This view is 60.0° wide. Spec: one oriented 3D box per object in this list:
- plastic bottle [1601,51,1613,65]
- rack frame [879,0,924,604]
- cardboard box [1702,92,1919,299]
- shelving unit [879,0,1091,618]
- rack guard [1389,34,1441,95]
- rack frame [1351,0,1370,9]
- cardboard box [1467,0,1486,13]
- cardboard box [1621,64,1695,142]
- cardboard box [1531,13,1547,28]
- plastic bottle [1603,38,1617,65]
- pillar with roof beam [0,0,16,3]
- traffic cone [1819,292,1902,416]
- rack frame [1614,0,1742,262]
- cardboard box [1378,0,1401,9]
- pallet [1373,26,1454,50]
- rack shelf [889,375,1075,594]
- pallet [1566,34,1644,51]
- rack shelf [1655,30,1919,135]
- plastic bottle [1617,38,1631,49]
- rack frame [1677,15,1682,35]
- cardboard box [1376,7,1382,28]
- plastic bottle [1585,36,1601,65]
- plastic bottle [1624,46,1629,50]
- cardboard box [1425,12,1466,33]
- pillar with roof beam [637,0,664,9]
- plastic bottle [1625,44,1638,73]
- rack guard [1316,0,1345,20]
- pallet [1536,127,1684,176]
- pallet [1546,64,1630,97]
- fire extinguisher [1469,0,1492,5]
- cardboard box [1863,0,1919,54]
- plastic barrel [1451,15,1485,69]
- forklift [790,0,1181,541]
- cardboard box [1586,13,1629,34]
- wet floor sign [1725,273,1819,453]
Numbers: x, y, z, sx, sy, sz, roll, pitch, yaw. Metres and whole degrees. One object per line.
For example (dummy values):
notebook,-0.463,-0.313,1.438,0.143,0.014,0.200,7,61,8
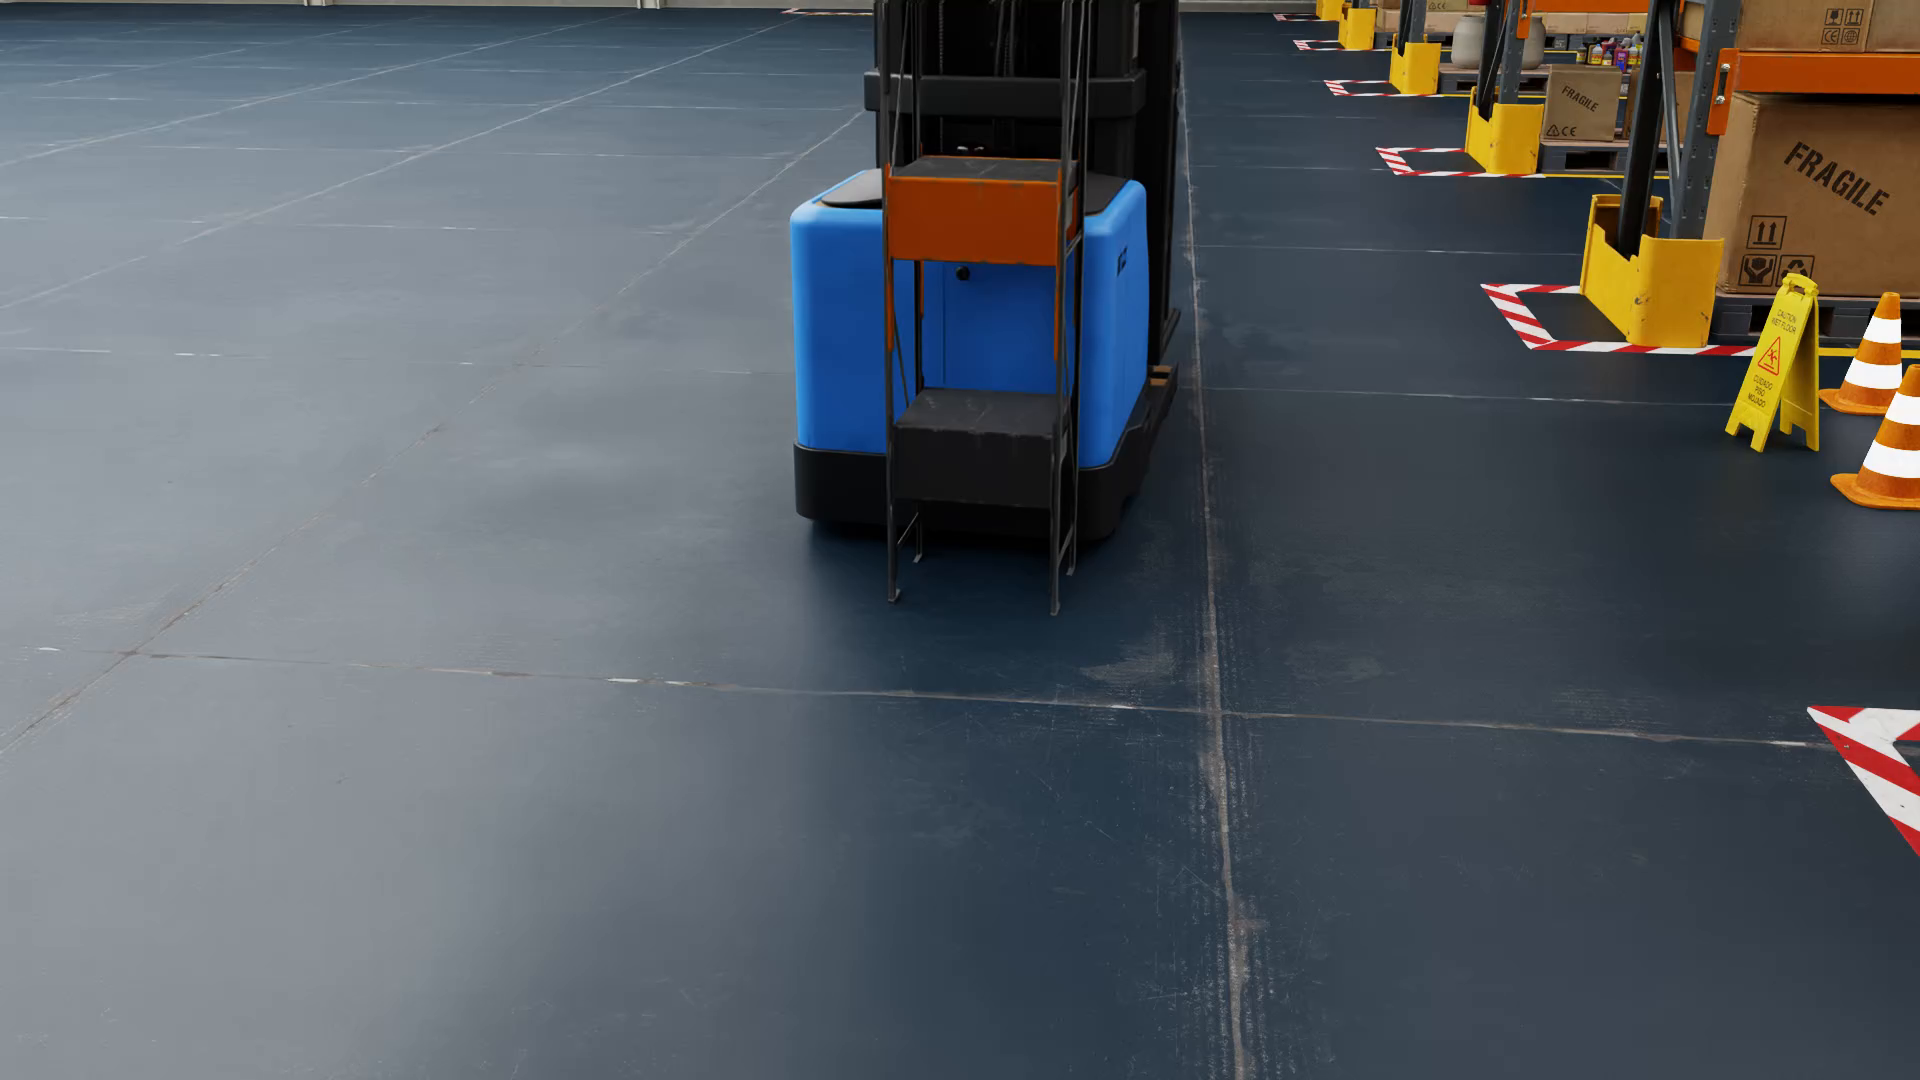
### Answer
plastic bottle,6.517,-4.818,16.754,0.097,0.201,0.097,0,22,0
rack frame,-0.164,-0.857,4.752,0.015,2.100,0.400,4,22,11
cardboard box,4.065,-1.699,7.975,0.875,0.875,0.875,3,22,7
shelving unit,0.075,-0.839,4.705,0.503,2.100,0.431,4,22,11
rack guard,4.732,-4.963,17.313,0.348,0.500,1.175,2,22,6
rack frame,5.237,-7.920,21.392,0.127,3.000,1.000,2,22,6
cardboard box,6.739,-7.043,21.323,0.500,0.500,0.500,2,22,6
cardboard box,5.284,-3.289,12.509,0.500,0.500,0.500,8,23,20
cardboard box,7.233,-6.666,21.391,0.500,0.250,0.500,2,22,6
plastic bottle,6.761,-5.074,17.290,0.133,0.283,0.061,2,22,6
pillar with roof beam,-17.726,-12.271,24.238,0.400,9.000,9.100,2,22,6
traffic cone,3.744,-0.775,6.772,0.334,0.463,0.336,2,22,6
rack frame,3.384,-2.497,7.675,0.127,3.000,1.000,2,22,6
cardboard box,5.805,-7.271,21.899,0.500,0.500,0.500,2,22,6
pallet,6.002,-6.605,21.860,1.213,0.211,1.003,2,22,6
rack shelf,0.075,-0.175,4.968,0.480,0.518,0.431,4,22,11
pallet,8.425,-6.500,21.593,1.213,0.211,1.003,2,22,6
rack shelf,5.370,-2.076,7.588,4.000,0.370,1.077,2,22,6
plastic bottle,6.911,-5.103,17.374,0.135,0.276,0.152,2,22,5
rack frame,9.210,-7.747,20.955,0.127,3.000,1.000,2,22,6
cardboard box,5.805,-6.921,22.035,0.500,0.250,0.500,2,22,6
plastic bottle,6.644,-5.135,17.445,0.133,0.283,0.061,3,22,8
plastic bottle,6.915,-5.022,17.271,0.097,0.201,0.097,0,22,0
cardboard box,6.241,-6.712,21.505,0.500,0.250,0.500,2,22,6
pillar with roof beam,-5.810,-11.751,22.924,0.400,9.000,9.100,2,22,6
plastic bottle,6.755,-4.840,16.715,0.097,0.271,0.097,0,22,0
rack guard,5.892,-8.563,26.419,0.348,0.500,1.175,2,22,6
pallet,4.946,-2.955,12.627,1.213,0.211,1.003,2,22,6
pallet,6.746,-4.738,17.137,1.213,0.211,1.003,2,22,6
fire extinguisher,4.008,-4.440,12.697,0.183,0.674,0.296,2,22,6
cardboard box,4.306,-2.551,7.609,0.550,0.550,0.875,2,22,6
plastic barrel,5.313,-5.149,17.197,0.421,0.512,0.421,0,22,0
forklift,0.284,-1.869,6.181,1.130,2.935,3.031,5,22,12
cardboard box,8.228,-6.629,21.296,0.500,0.250,0.500,2,22,6
wet floor sign,3.122,-0.680,6.282,0.232,0.644,0.267,-1,22,-3
